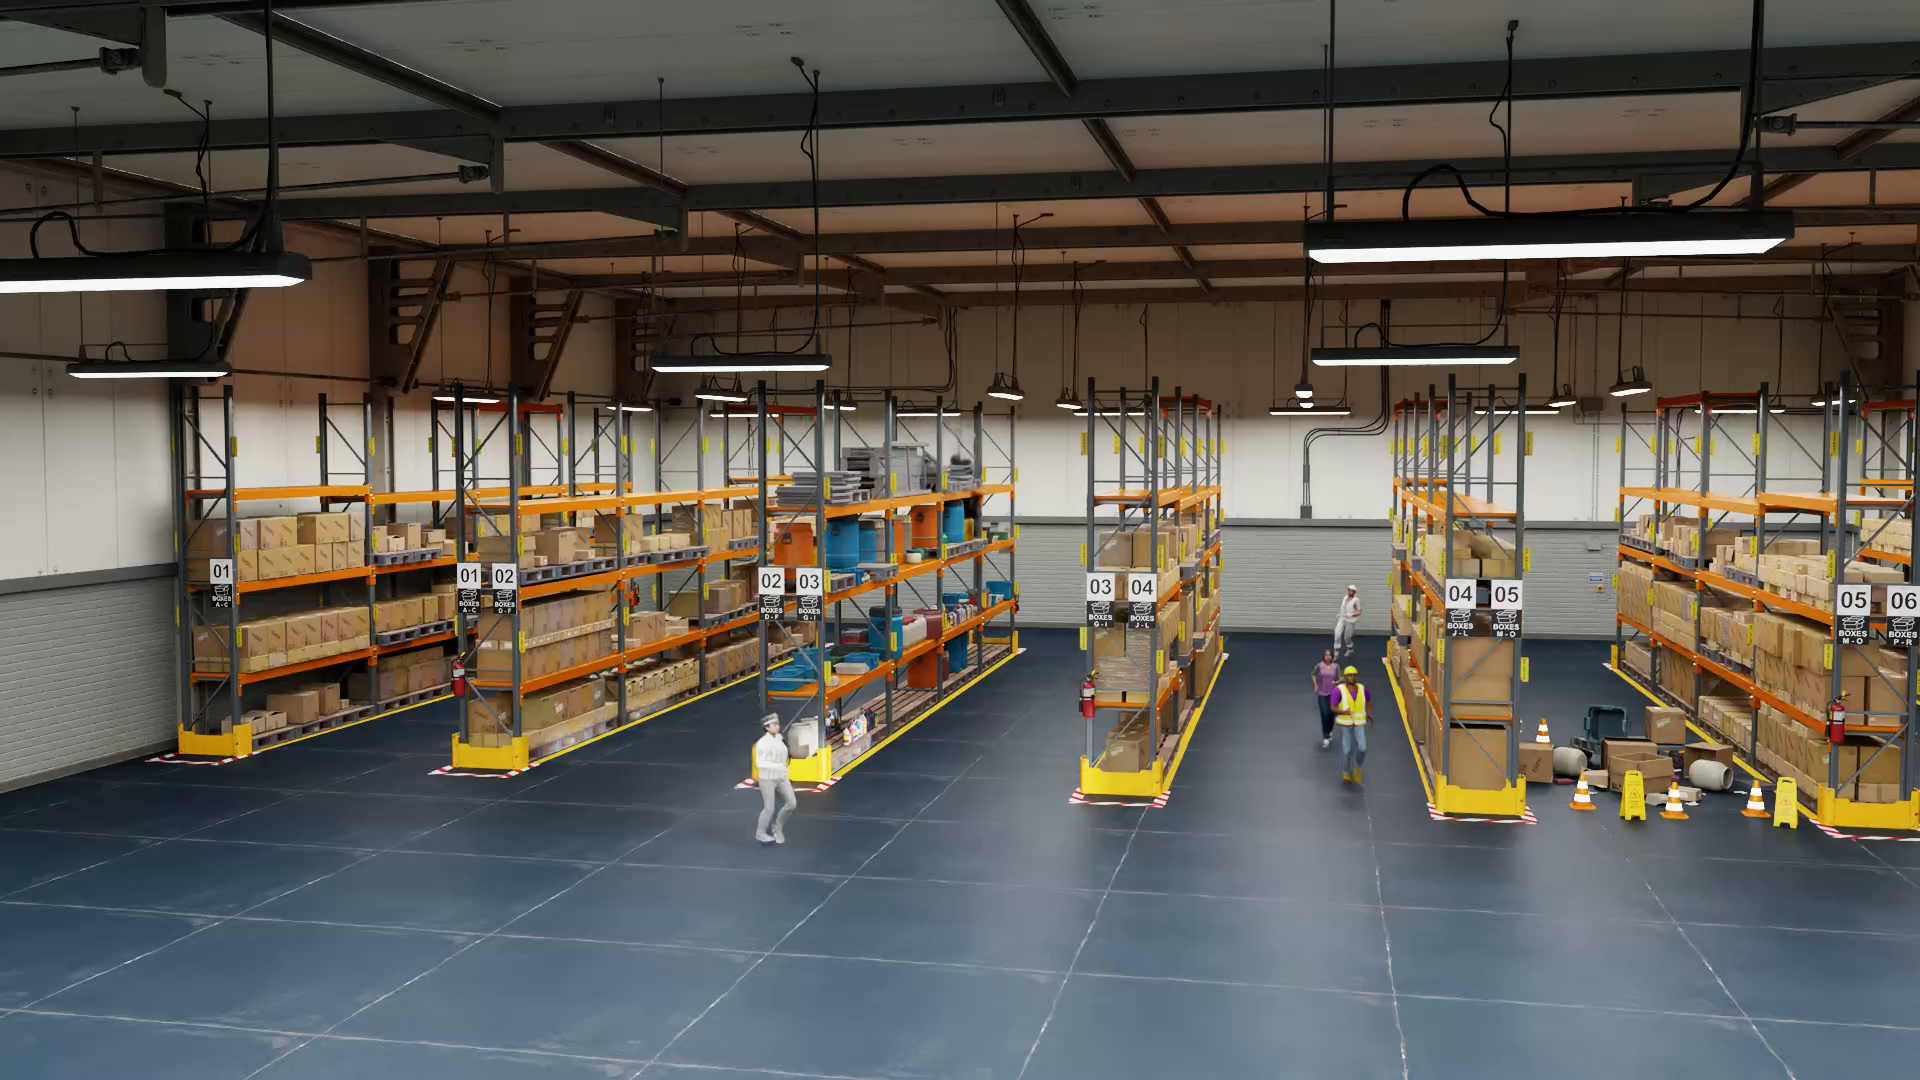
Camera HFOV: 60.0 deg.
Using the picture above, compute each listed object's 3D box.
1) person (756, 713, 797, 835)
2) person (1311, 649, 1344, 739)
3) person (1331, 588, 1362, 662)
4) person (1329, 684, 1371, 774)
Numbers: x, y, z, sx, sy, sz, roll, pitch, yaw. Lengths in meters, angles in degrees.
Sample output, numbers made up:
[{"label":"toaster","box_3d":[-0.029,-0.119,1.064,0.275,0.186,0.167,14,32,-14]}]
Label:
[{"label":"person","box_3d":[-2.331,2.946,20.846,0.565,1.575,0.367,3,4,39]},{"label":"person","box_3d":[6.185,2.573,27.985,0.532,1.505,0.703,0,3,8]},{"label":"person","box_3d":[9.029,1.955,38.772,0.702,1.720,0.930,3,4,44]},{"label":"person","box_3d":[5.805,2.832,24.666,0.651,1.386,0.606,0,3,1]}]
